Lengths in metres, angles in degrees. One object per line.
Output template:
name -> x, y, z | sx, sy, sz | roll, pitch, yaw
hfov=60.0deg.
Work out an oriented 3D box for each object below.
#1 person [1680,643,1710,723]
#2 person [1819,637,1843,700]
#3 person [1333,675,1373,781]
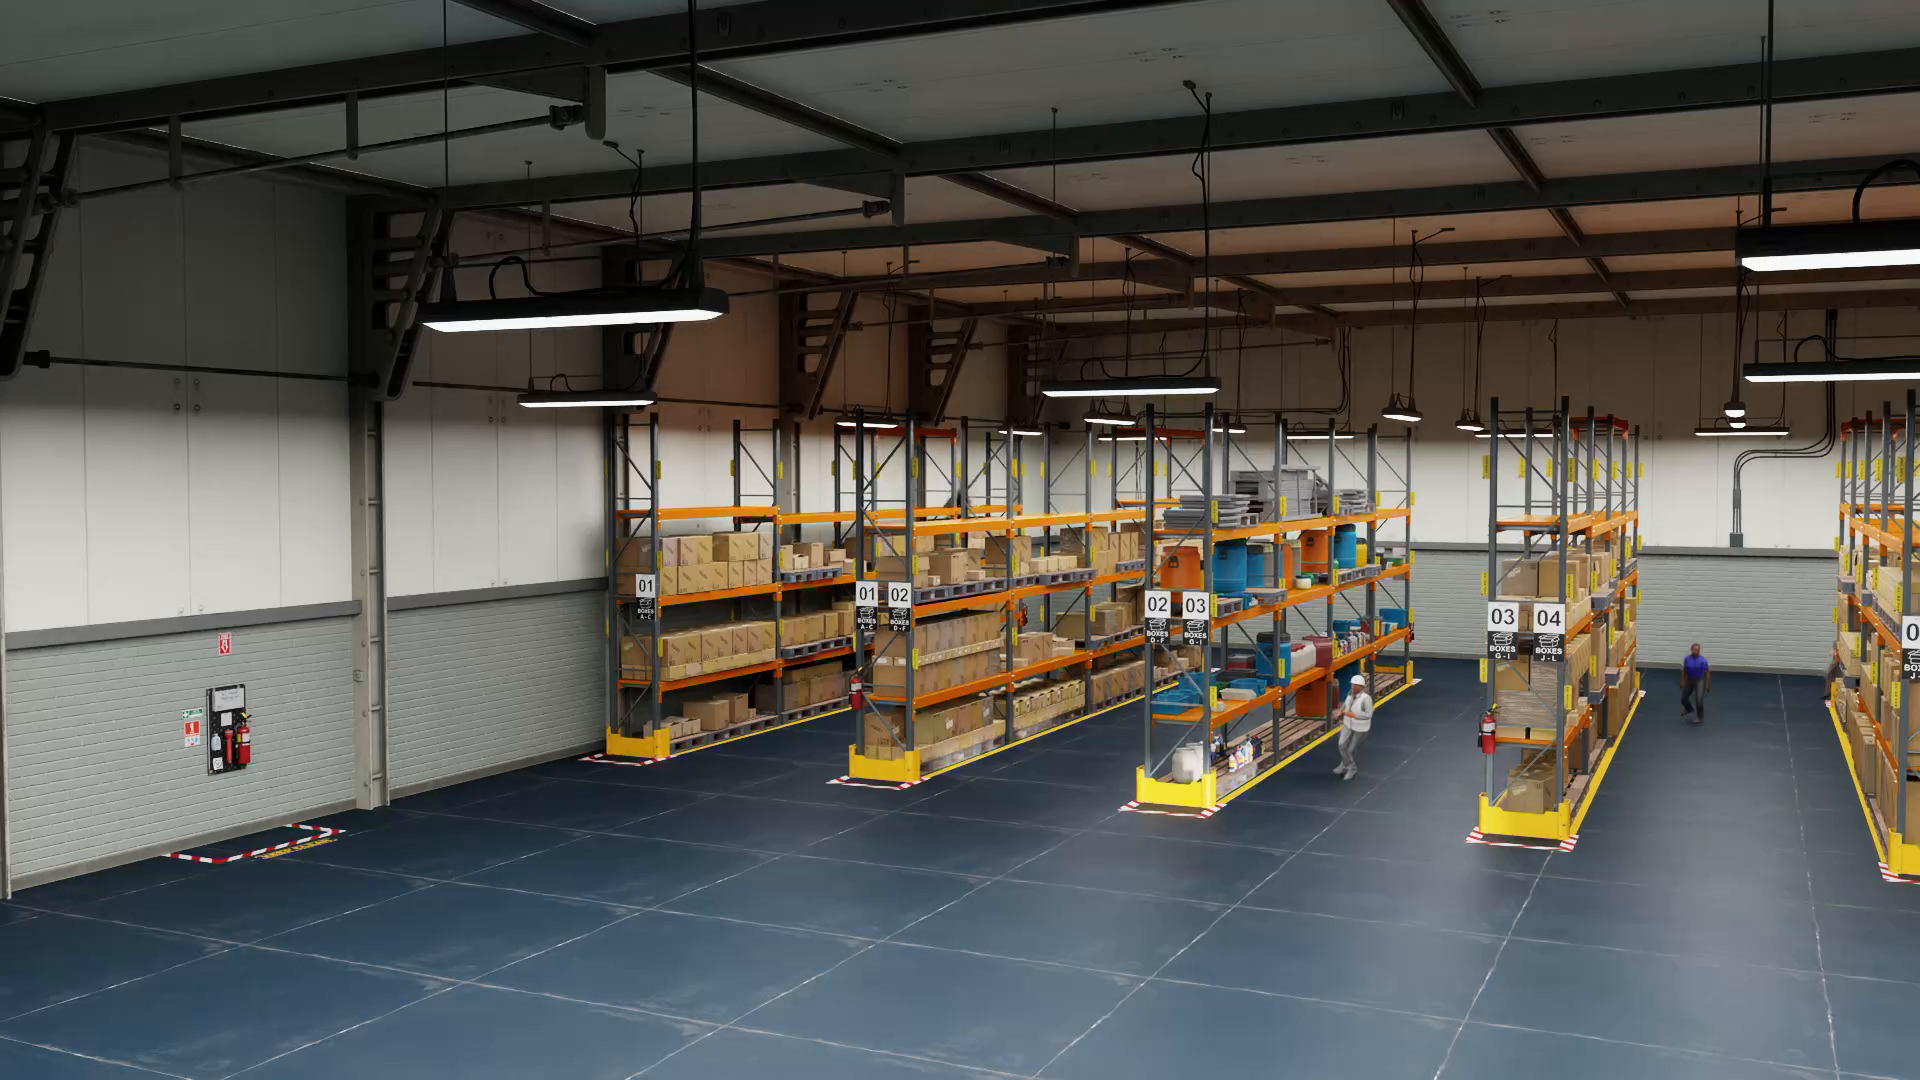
person -> 14.618, 2.818, 33.041 | 0.737, 1.577, 0.636 | 2, 3, 44
person -> 19.195, 2.650, 36.095 | 0.877, 1.718, 0.689 | 0, 2, 3
person -> 6.335, 3.017, 26.883 | 0.734, 1.703, 0.701 | 2, 3, 37
